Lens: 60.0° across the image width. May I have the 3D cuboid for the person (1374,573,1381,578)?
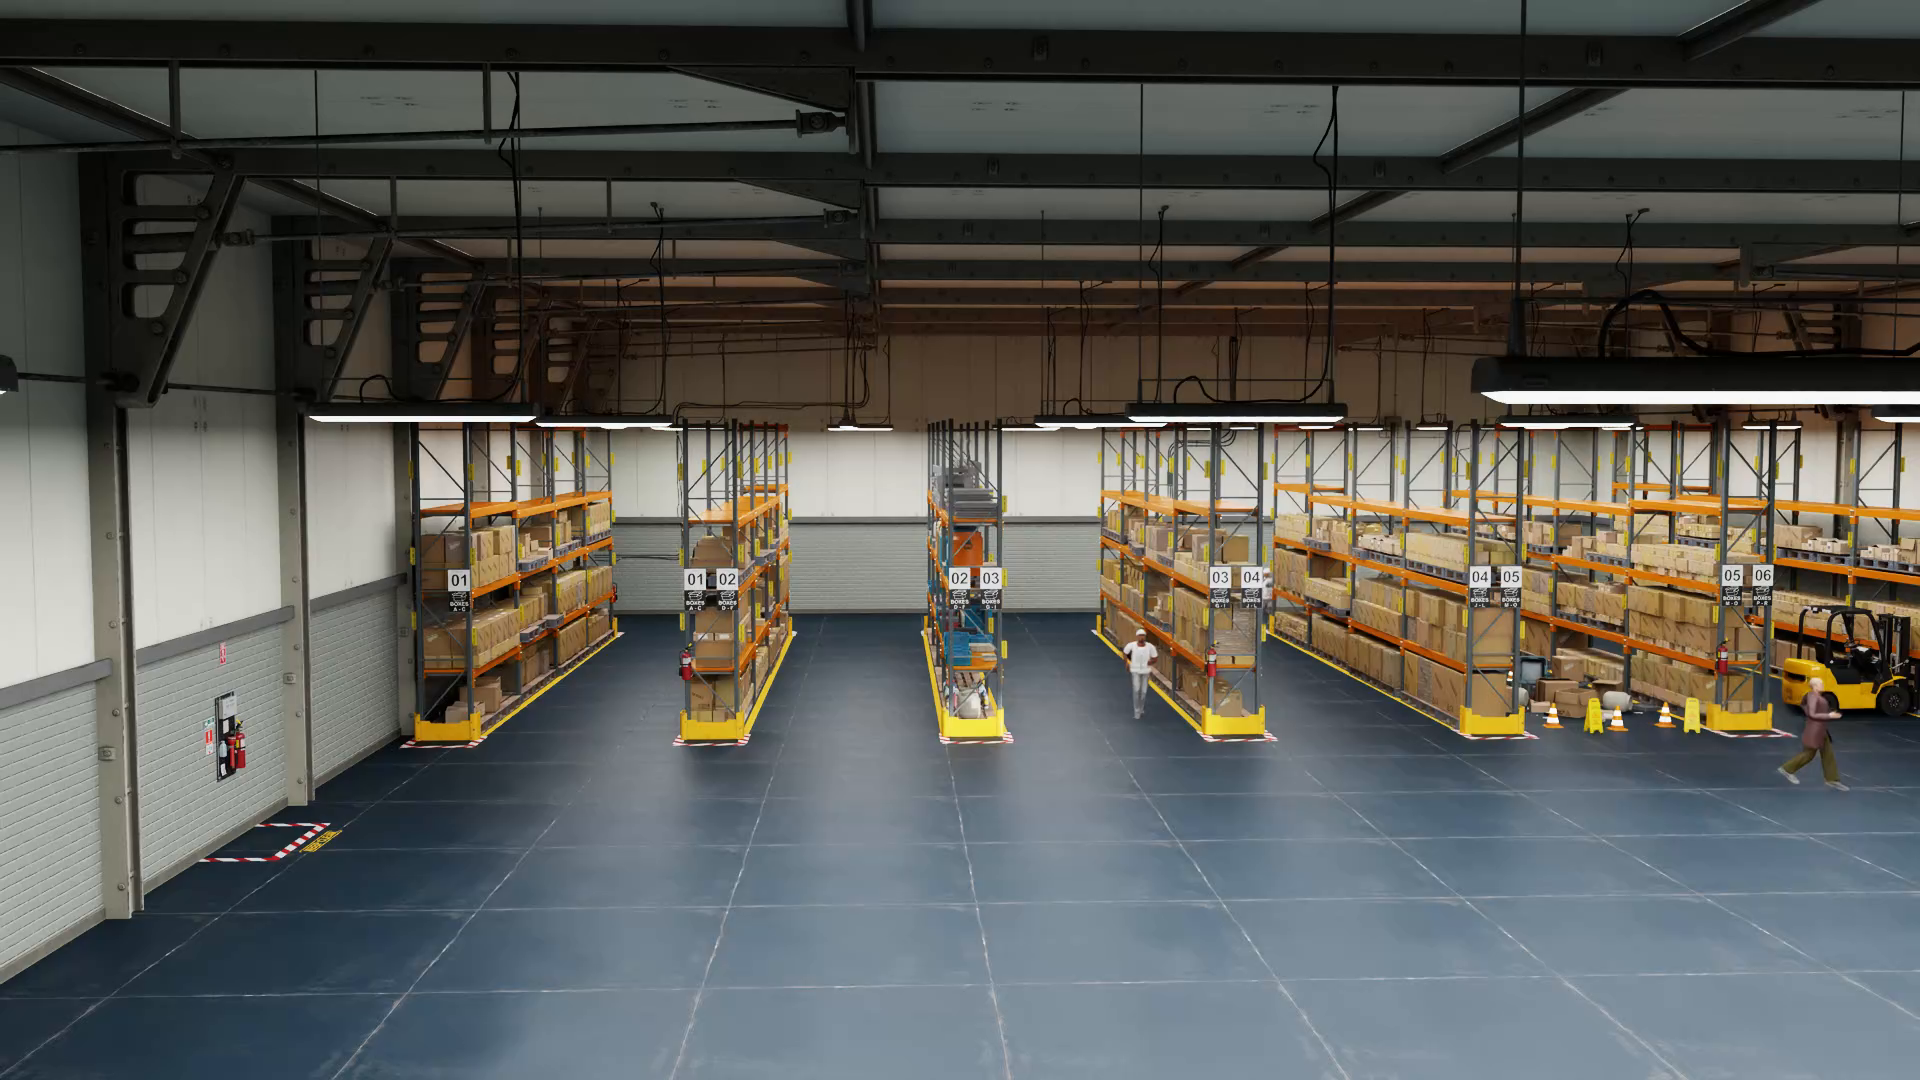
[{"bbox_3d":[12.384,1.780,49.219,0.574,1.615,0.575,-1,4,-9],"label":"person"}]

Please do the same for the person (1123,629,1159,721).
[{"bbox_3d":[3.653,2.695,33.464,0.692,1.802,0.821,0,4,0],"label":"person"}]

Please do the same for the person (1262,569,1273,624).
[{"bbox_3d":[8.908,1.722,48.815,0.867,1.761,0.735,-1,4,-22],"label":"person"}]

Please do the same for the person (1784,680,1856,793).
[{"bbox_3d":[13.804,3.120,26.639,1.036,1.776,0.713,3,5,37],"label":"person"}]
